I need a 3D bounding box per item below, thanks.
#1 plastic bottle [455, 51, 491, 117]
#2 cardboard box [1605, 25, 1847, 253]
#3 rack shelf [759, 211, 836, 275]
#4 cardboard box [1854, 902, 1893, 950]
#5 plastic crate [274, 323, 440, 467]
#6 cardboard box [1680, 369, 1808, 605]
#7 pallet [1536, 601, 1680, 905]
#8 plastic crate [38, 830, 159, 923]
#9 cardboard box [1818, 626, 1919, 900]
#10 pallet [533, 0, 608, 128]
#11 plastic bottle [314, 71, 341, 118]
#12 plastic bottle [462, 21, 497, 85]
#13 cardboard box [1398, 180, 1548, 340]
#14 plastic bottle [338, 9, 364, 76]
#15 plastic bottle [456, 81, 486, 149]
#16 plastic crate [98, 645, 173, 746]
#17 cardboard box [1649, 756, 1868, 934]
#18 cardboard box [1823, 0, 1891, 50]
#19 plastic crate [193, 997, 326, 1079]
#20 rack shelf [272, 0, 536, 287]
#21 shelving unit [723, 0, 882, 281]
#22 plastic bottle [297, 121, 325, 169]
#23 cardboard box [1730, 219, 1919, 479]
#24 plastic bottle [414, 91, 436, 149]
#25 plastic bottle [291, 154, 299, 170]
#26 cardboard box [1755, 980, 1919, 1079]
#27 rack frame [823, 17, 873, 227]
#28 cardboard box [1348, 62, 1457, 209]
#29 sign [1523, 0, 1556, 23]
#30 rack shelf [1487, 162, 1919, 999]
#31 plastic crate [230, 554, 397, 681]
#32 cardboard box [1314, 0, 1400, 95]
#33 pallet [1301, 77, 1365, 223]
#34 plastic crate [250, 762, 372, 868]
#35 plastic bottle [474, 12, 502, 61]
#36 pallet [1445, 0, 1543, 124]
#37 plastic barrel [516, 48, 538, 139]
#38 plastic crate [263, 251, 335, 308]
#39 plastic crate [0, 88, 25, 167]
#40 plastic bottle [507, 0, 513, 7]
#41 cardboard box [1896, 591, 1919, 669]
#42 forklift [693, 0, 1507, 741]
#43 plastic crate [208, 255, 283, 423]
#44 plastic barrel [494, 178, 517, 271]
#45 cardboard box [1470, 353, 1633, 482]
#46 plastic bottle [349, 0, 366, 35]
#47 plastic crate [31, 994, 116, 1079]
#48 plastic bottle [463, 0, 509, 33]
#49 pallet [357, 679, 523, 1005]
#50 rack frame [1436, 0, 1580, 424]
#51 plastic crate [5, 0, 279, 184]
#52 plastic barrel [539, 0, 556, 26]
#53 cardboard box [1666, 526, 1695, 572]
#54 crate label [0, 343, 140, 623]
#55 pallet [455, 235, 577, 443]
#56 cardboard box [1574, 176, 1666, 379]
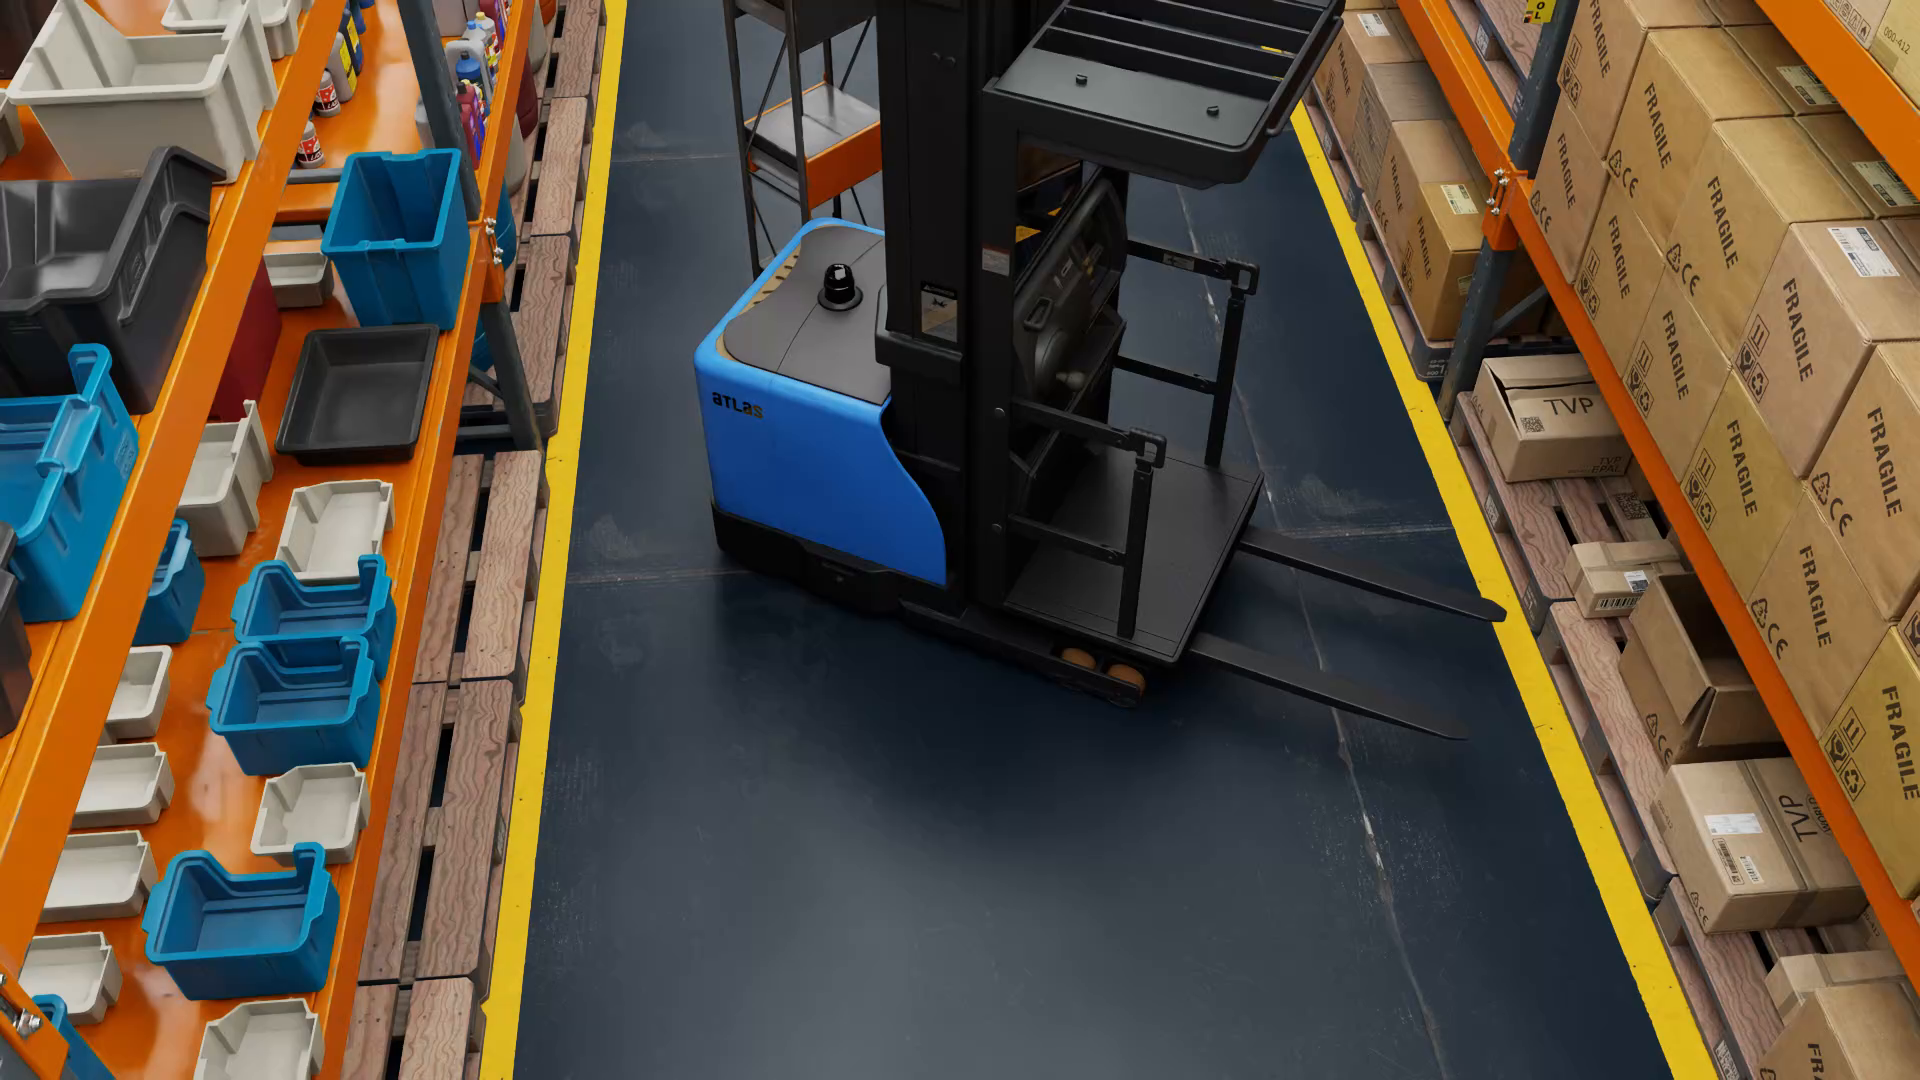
[{"bbox_3d":[-1.949,-1.822,6.635,0.097,0.271,0.097,0,47,0],"label":"plastic bottle"},{"bbox_3d":[2.443,-1.271,5.267,0.500,0.500,0.500,-5,47,-5],"label":"cardboard box"},{"bbox_3d":[-0.588,-1.069,7.435,0.431,0.518,0.480,35,56,29],"label":"rack shelf"},{"bbox_3d":[3.170,1.292,5.188,0.500,0.250,0.500,-3,47,-3],"label":"cardboard box"},{"bbox_3d":[-1.935,-0.458,5.403,0.437,0.125,0.590,-3,47,-3],"label":"plastic crate"},{"bbox_3d":[2.541,-0.173,4.915,0.500,0.500,0.500,-4,47,-4],"label":"cardboard box"},{"bbox_3d":[2.802,0.717,6.063,1.003,0.211,1.213,-3,47,-3],"label":"pallet"},{"bbox_3d":[-2.220,0.849,4.157,0.396,0.136,0.243,-3,47,-3],"label":"plastic crate"},{"bbox_3d":[2.619,0.553,4.228,0.500,0.500,0.500,-3,47,-3],"label":"cardboard box"},{"bbox_3d":[-2.524,-2.693,9.292,1.003,0.211,1.213,-3,47,-3],"label":"pallet"},{"bbox_3d":[-2.559,-1.808,6.670,0.097,0.201,0.097,0,47,0],"label":"plastic bottle"},{"bbox_3d":[-1.968,-1.990,6.794,0.097,0.271,0.097,0,47,0],"label":"plastic bottle"},{"bbox_3d":[2.313,-1.255,7.428,0.500,0.500,0.500,-4,47,-4],"label":"cardboard box"},{"bbox_3d":[-2.571,-2.096,6.840,0.144,0.351,0.185,-3,47,-3],"label":"plastic bottle"},{"bbox_3d":[-1.913,-1.673,6.486,0.061,0.283,0.133,-3,47,-3],"label":"plastic bottle"},{"bbox_3d":[-2.311,0.436,4.548,0.298,0.136,0.250,-3,47,-3],"label":"plastic crate"},{"bbox_3d":[2.634,0.997,5.467,0.500,0.250,0.500,-3,47,-3],"label":"cardboard box"},{"bbox_3d":[2.512,-1.513,4.291,0.500,0.250,0.500,-3,47,-3],"label":"cardboard box"},{"bbox_3d":[-1.598,1.203,3.822,0.250,0.136,0.298,-3,47,-3],"label":"plastic crate"},{"bbox_3d":[-2.464,-2.525,7.708,1.077,0.370,4.000,-3,47,-3],"label":"rack shelf"},{"bbox_3d":[-0.587,-1.561,6.918,0.431,2.100,0.503,35,56,29],"label":"shelving unit"},{"bbox_3d":[-2.529,-1.544,6.420,0.097,0.201,0.097,0,47,0],"label":"plastic bottle"},{"bbox_3d":[2.529,-0.525,4.561,0.500,0.500,0.500,-2,47,-2],"label":"cardboard box"},{"bbox_3d":[-2.006,-1.612,6.382,0.144,0.351,0.185,-3,47,-3],"label":"plastic bottle"},{"bbox_3d":[-2.651,-1.549,6.373,0.152,0.276,0.135,-3,47,-3],"label":"plastic bottle"},{"bbox_3d":[2.684,1.600,4.724,0.500,0.500,0.500,-3,47,-3],"label":"cardboard box"},{"bbox_3d":[-0.417,-1.688,7.039,0.400,2.100,0.015,35,56,29],"label":"rack frame"},{"bbox_3d":[2.239,-1.976,8.111,0.500,0.500,0.500,-3,47,-3],"label":"cardboard box"},{"bbox_3d":[2.087,-1.986,5.904,0.100,0.325,0.005,-3,47,-3],"label":"sign"},{"bbox_3d":[2.807,0.070,5.249,1.077,0.370,4.000,-3,47,-3],"label":"rack shelf"},{"bbox_3d":[-1.789,0.237,4.670,0.416,0.233,0.300,-3,47,-3],"label":"plastic crate"},{"bbox_3d":[2.145,-2.722,8.817,0.500,0.500,0.500,-4,47,-4],"label":"cardboard box"},{"bbox_3d":[2.429,-2.136,8.764,1.003,0.211,1.213,-3,47,-3],"label":"pallet"},{"bbox_3d":[-1.655,0.712,4.287,0.250,0.136,0.298,-3,47,-3],"label":"plastic crate"},{"bbox_3d":[-1.985,-2.107,6.953,0.097,0.201,0.097,0,47,0],"label":"plastic bottle"},{"bbox_3d":[2.682,-2.143,6.982,1.003,0.211,1.213,-3,47,-3],"label":"pallet"},{"bbox_3d":[-2.479,-2.365,8.432,0.600,0.588,0.708,-3,47,-3],"label":"plastic barrel"},{"bbox_3d":[-2.400,-0.910,5.823,0.396,0.136,0.243,-3,47,-3],"label":"plastic crate"},{"bbox_3d":[-2.382,-0.852,3.743,0.437,0.136,0.530,-3,47,-3],"label":"plastic crate"},{"bbox_3d":[-2.052,-2.479,7.254,0.152,0.276,0.135,-3,47,-3],"label":"plastic bottle"},{"bbox_3d":[2.620,0.221,3.854,0.500,0.500,0.500,-2,47,-2],"label":"cardboard box"},{"bbox_3d":[0.567,-0.820,5.645,3.031,2.935,1.130,18,49,17],"label":"forklift"},{"bbox_3d":[-2.471,-0.707,5.405,0.402,0.464,0.583,-3,47,-3],"label":"plastic crate"},{"bbox_3d":[-2.384,-1.656,7.544,0.600,0.901,0.708,-3,47,-3],"label":"plastic barrel"},{"bbox_3d":[2.460,-0.534,6.875,0.500,0.311,0.500,-3,47,-3],"label":"cardboard box"},{"bbox_3d":[-2.613,-2.295,7.082,0.097,0.271,0.097,0,47,0],"label":"plastic bottle"},{"bbox_3d":[-2.176,1.305,3.519,0.616,0.435,0.499,-3,47,-3],"label":"plastic crate"},{"bbox_3d":[-2.033,-2.311,7.095,0.152,0.276,0.135,-3,47,-3],"label":"plastic bottle"},{"bbox_3d":[-2.091,1.048,5.749,1.003,0.211,1.213,-3,47,-3],"label":"pallet"},{"bbox_3d":[2.640,-1.624,6.359,1.000,3.000,0.127,-3,47,-3],"label":"rack frame"},{"bbox_3d":[-1.839,-1.045,3.826,0.437,0.282,0.530,-3,47,-3],"label":"plastic crate"},{"bbox_3d":[-2.573,-3.265,9.118,0.600,0.830,0.708,-3,47,-3],"label":"plastic barrel"},{"bbox_3d":[3.033,0.087,6.287,0.500,0.311,0.500,-3,47,-3],"label":"cardboard box"},{"bbox_3d":[-1.717,-0.099,2.951,0.408,0.251,0.502,-3,47,-3],"label":"crate label"},{"bbox_3d":[-2.319,-0.928,7.620,1.003,0.211,1.213,-3,47,-3],"label":"pallet"},{"bbox_3d":[2.457,-0.903,5.607,0.500,0.500,0.500,-3,47,-3],"label":"cardboard box"}]
